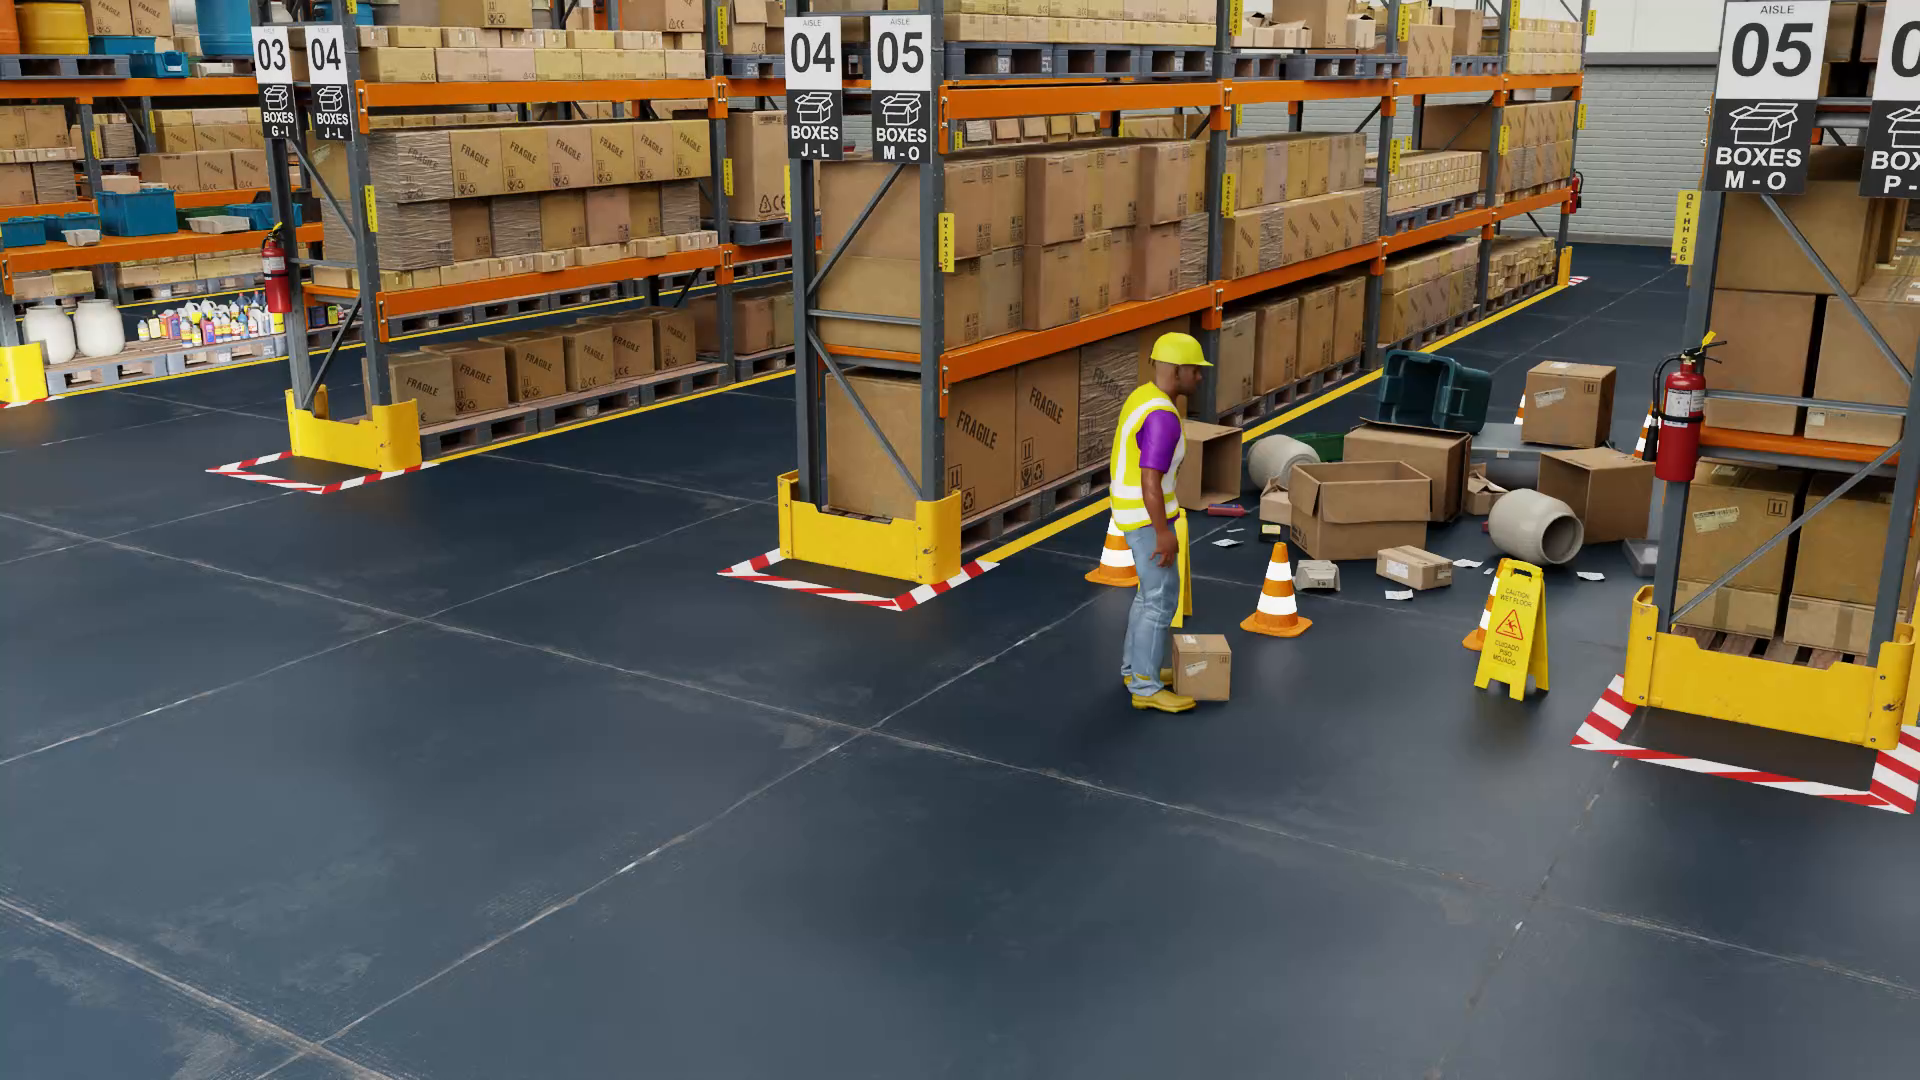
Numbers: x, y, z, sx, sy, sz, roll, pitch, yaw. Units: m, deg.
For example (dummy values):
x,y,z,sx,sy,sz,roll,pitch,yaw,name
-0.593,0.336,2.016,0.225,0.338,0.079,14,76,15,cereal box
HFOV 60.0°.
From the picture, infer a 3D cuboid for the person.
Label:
x,y,z,sx,sy,sz,roll,pitch,yaw,name
0.935,-0.100,7.848,0.461,1.760,0.626,0,16,1,person
